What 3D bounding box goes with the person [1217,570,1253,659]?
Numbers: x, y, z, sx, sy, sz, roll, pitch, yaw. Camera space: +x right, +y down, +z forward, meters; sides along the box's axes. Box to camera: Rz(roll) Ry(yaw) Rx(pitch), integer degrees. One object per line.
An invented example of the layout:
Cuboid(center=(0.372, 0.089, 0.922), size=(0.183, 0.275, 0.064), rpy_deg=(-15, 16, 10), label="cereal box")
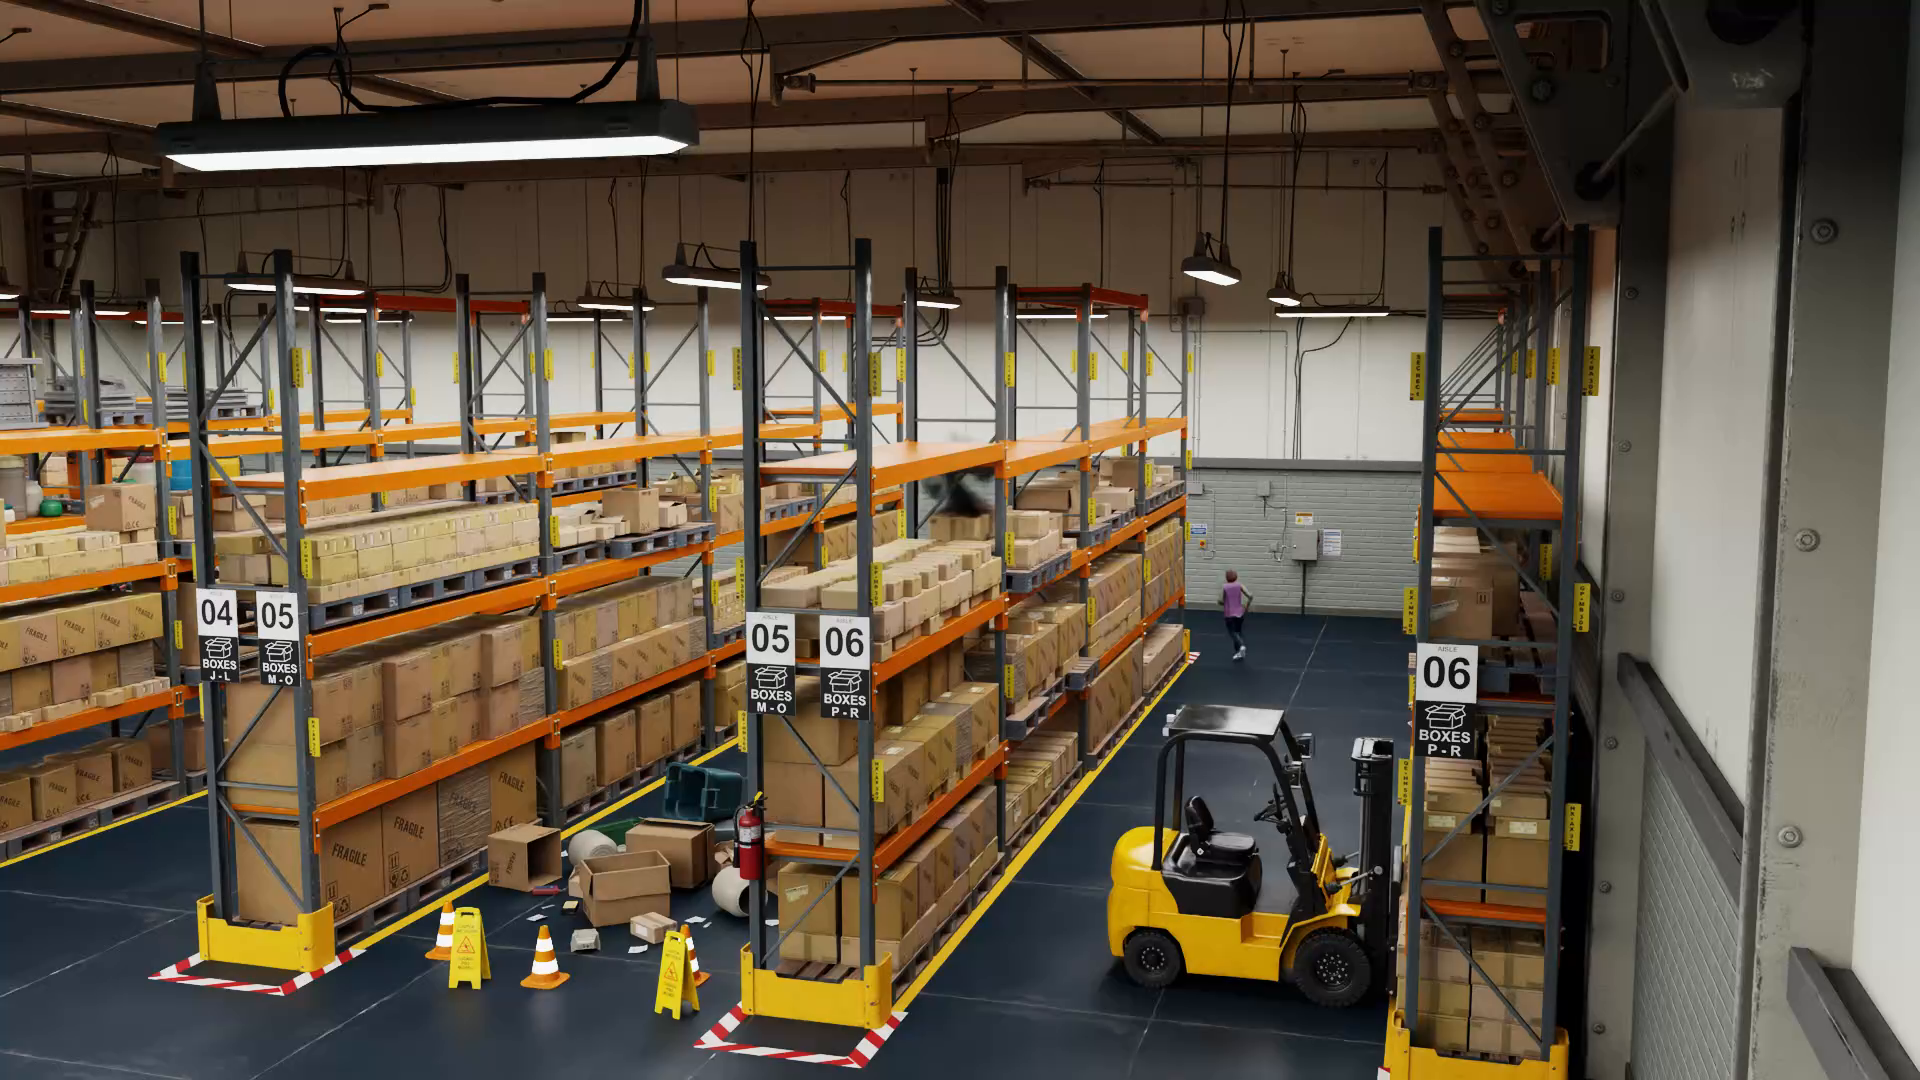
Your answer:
Cuboid(center=(4.604, 1.286, 27.918), size=(0.579, 1.585, 0.747), rpy_deg=(-1, 6, -8), label="person")
